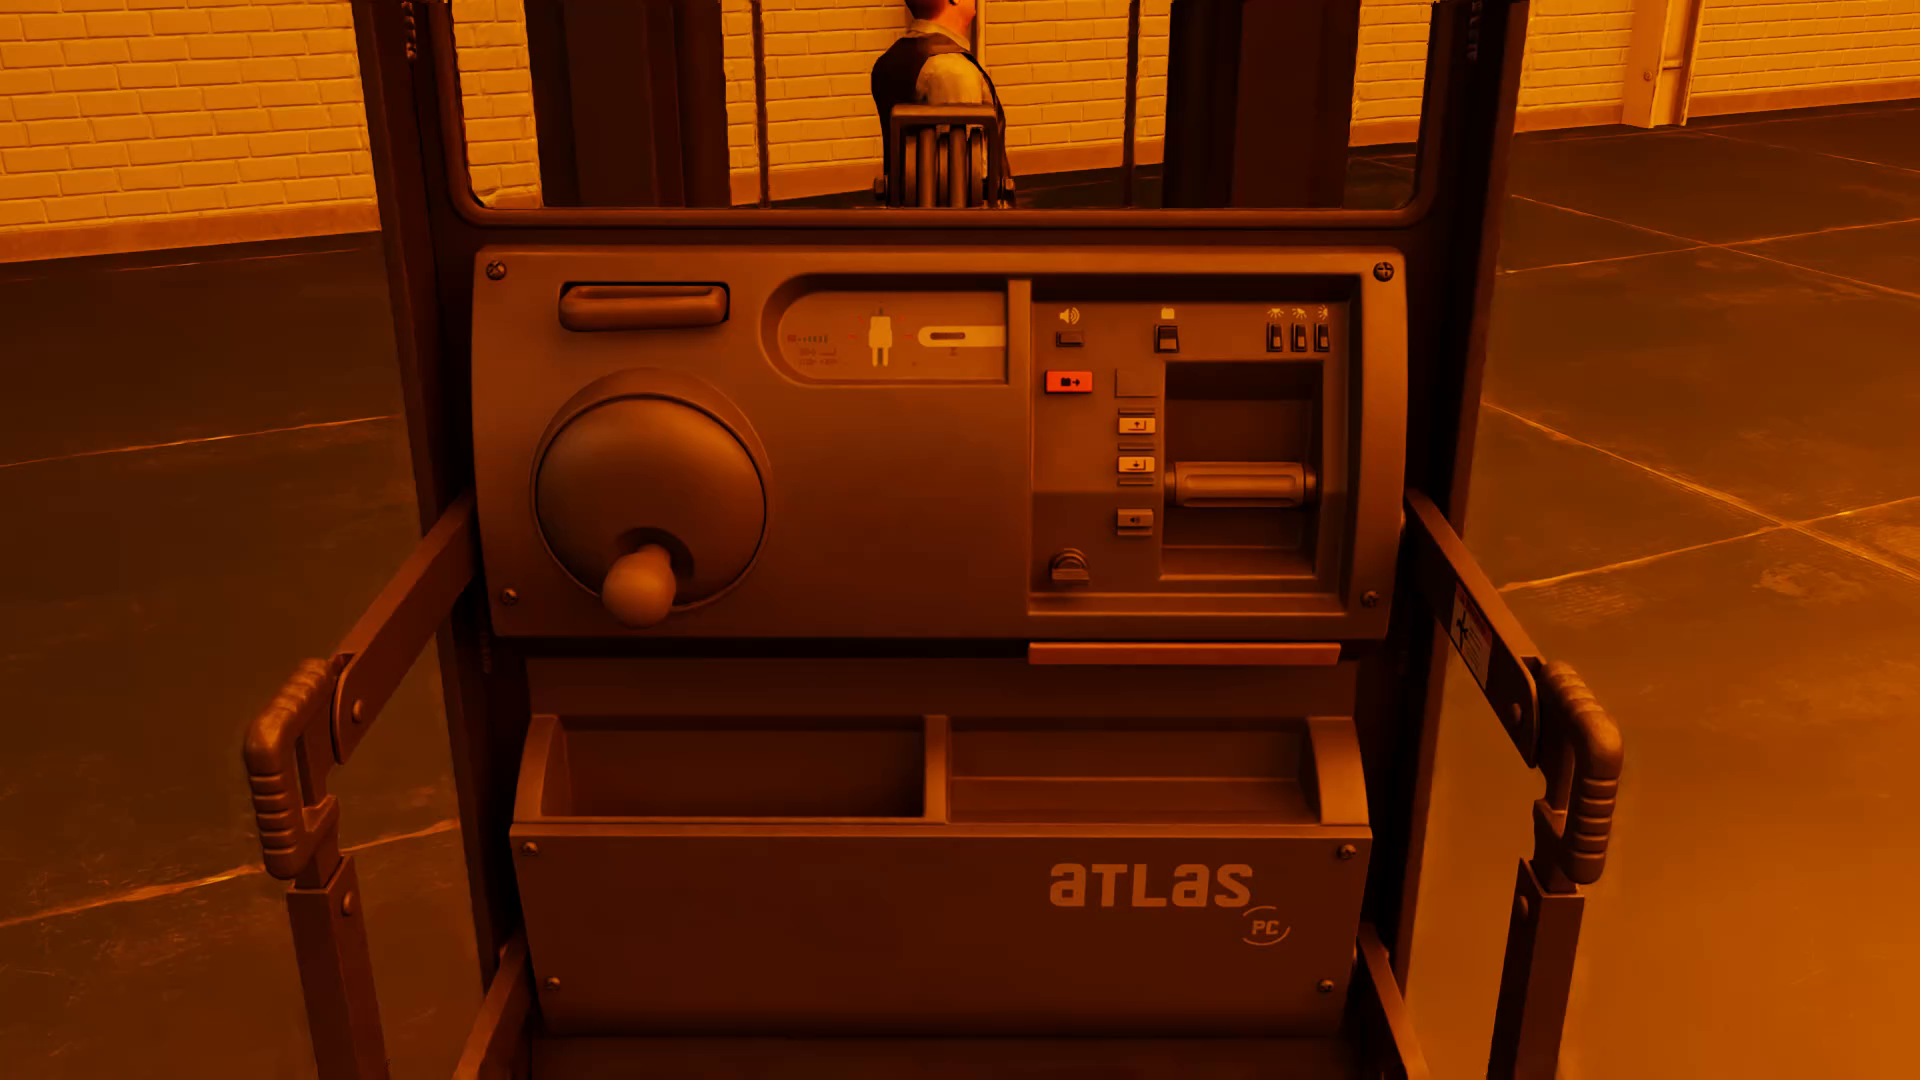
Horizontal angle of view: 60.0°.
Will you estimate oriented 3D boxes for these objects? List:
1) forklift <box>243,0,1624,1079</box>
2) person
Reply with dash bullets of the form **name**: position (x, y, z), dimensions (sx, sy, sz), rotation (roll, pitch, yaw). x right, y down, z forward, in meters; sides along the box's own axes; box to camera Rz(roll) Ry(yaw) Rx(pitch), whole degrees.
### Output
- **forklift**: position (-0.020, -0.079, 1.476), dimensions (1.130, 2.935, 3.031), rotation (0, 23, 0)
- **person**: position (0.060, -0.809, 4.792), dimensions (0.566, 1.722, 0.633), rotation (-10, 25, -23)
